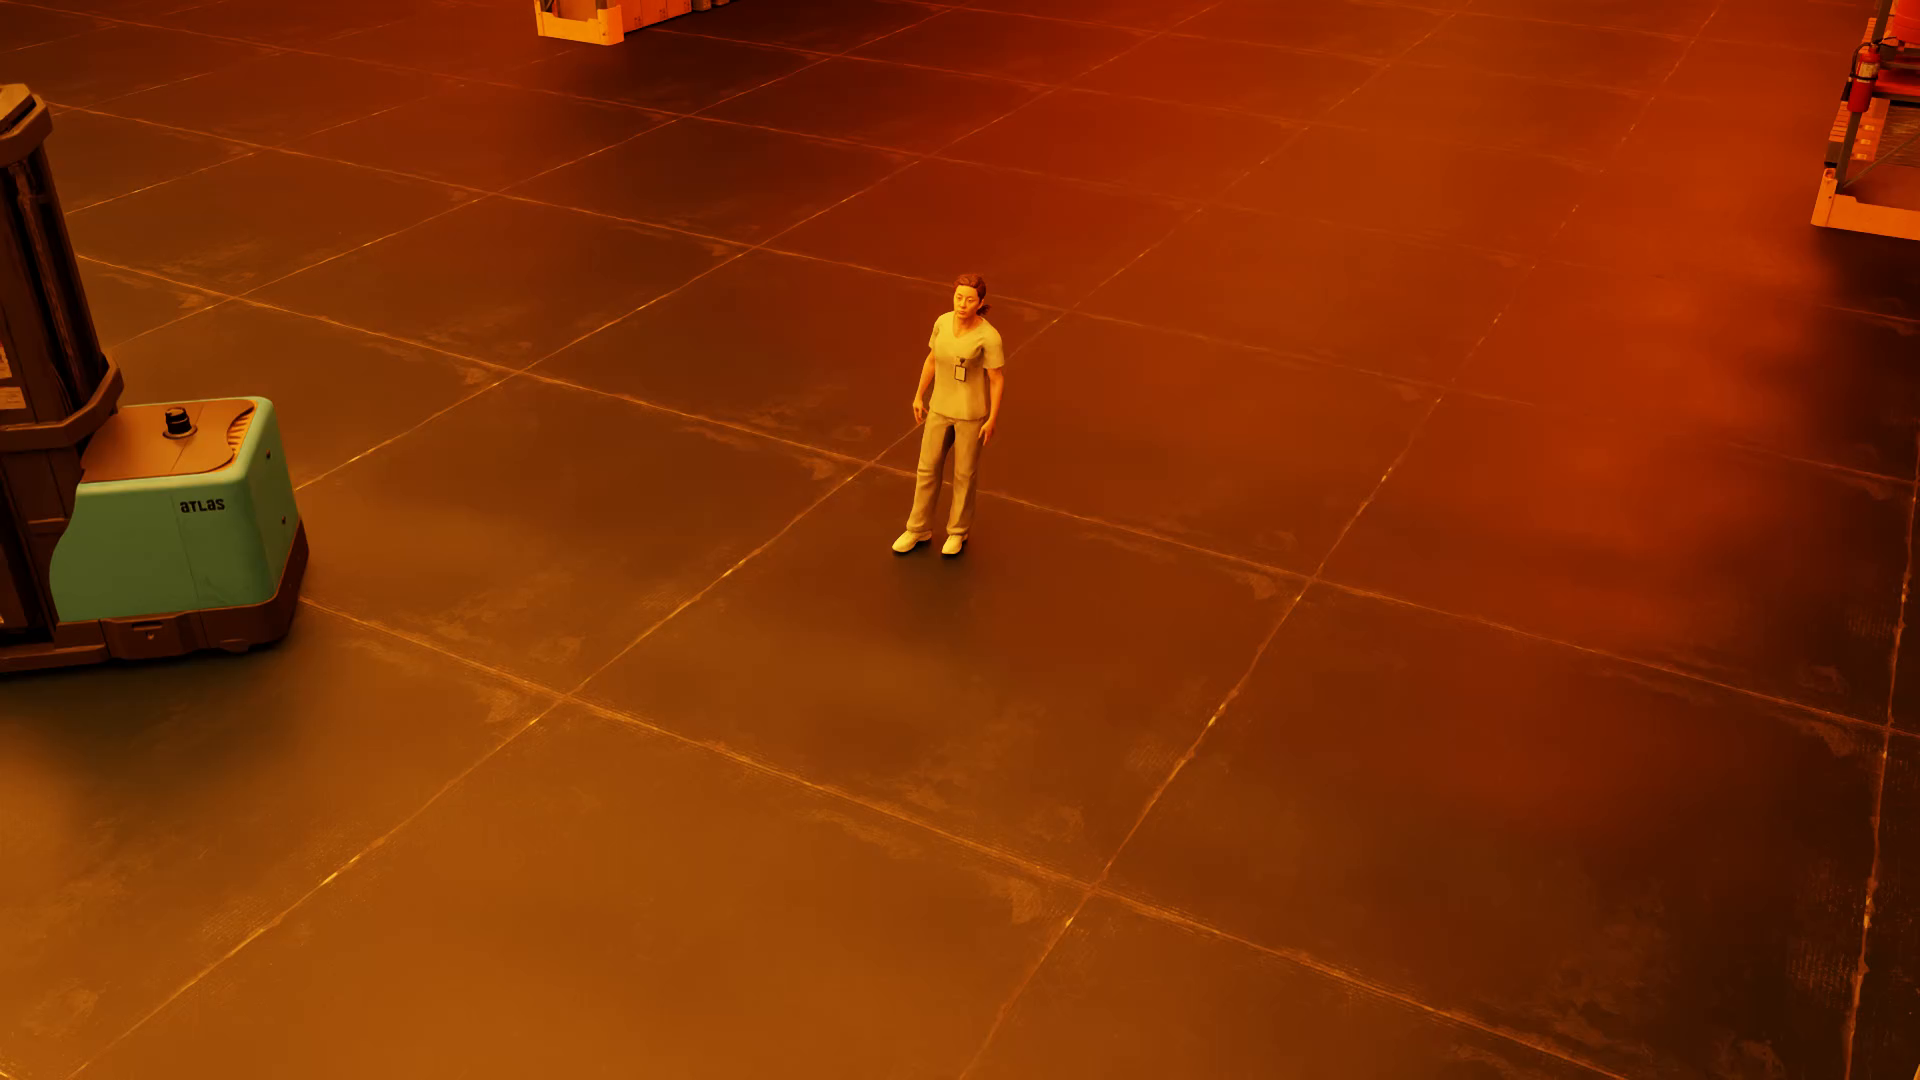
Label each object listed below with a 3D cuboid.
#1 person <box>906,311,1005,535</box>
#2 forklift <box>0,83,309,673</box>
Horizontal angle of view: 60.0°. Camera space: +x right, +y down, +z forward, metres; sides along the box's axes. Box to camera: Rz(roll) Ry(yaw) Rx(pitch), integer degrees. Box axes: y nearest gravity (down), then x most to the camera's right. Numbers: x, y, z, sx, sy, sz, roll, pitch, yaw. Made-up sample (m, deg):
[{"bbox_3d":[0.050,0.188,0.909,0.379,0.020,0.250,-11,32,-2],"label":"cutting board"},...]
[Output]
[{"bbox_3d":[-0.021,-0.642,9.607,0.517,1.362,0.395,15,33,25],"label":"person"},{"bbox_3d":[-5.212,-0.778,8.419,3.031,2.935,1.130,-5,30,-9],"label":"forklift"}]
